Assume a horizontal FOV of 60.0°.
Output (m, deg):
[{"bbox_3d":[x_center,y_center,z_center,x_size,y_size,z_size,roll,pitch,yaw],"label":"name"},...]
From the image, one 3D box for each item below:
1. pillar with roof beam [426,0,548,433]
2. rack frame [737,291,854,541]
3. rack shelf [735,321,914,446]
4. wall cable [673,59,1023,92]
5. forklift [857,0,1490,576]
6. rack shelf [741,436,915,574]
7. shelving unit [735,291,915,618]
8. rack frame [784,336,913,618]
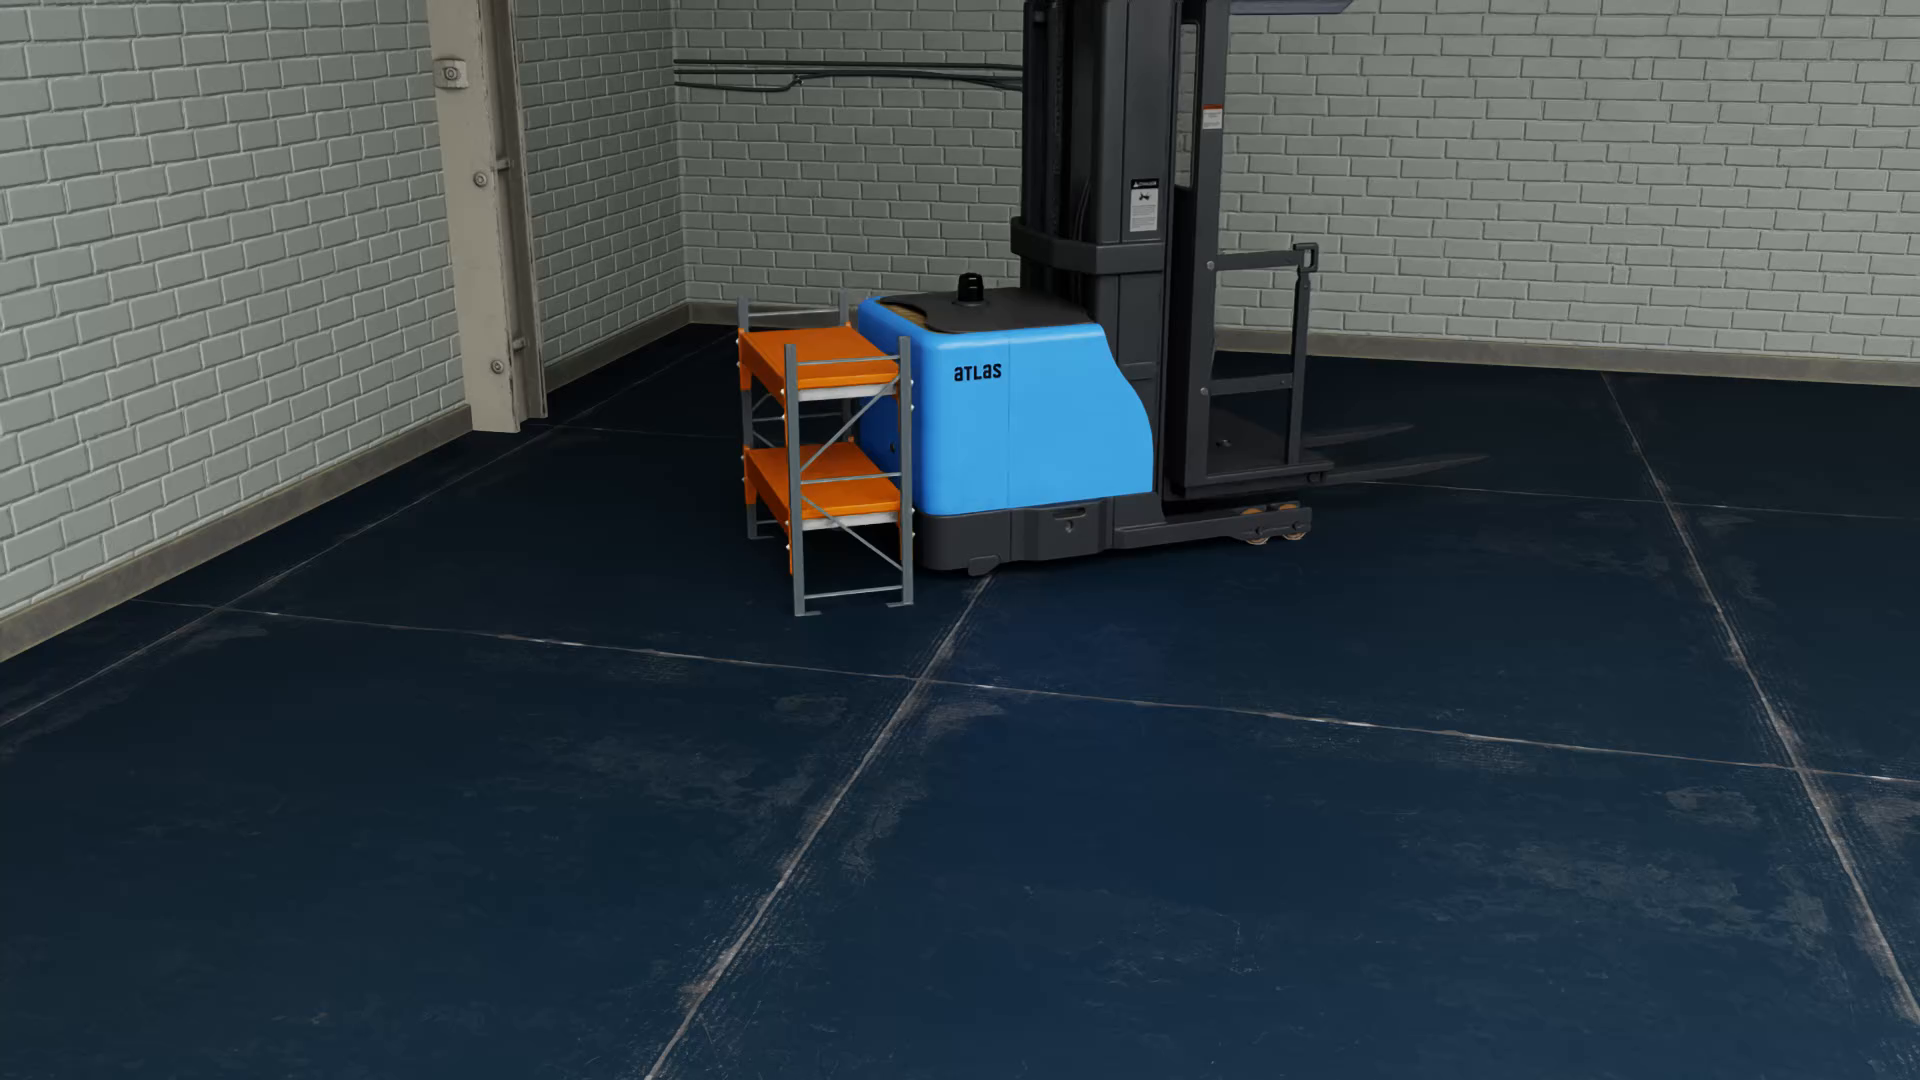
[{"bbox_3d":[1.545,-4.602,7.239,9.100,9.000,0.400,5,19,13],"label":"pillar with roof beam"},{"bbox_3d":[-0.743,-0.559,7.583,0.500,1.125,0.032,-6,20,-16],"label":"rack frame"},{"bbox_3d":[-0.591,-0.679,7.030,0.538,0.278,1.000,-6,20,-16],"label":"rack shelf"},{"bbox_3d":[-0.628,-4.291,11.133,3.097,2.526,0.112,5,19,13],"label":"wall cable"},{"bbox_3d":[1.088,-1.513,7.584,3.031,2.935,1.130,-7,20,-20],"label":"forklift"},{"bbox_3d":[-0.591,-0.171,7.203,0.538,0.278,1.000,-6,20,-16],"label":"rack shelf"},{"bbox_3d":[-0.591,-0.402,7.124,0.538,1.125,1.048,-6,20,-16],"label":"shelving unit"},{"bbox_3d":[-0.438,-0.245,6.665,0.500,1.125,0.032,-6,20,-16],"label":"rack frame"}]
